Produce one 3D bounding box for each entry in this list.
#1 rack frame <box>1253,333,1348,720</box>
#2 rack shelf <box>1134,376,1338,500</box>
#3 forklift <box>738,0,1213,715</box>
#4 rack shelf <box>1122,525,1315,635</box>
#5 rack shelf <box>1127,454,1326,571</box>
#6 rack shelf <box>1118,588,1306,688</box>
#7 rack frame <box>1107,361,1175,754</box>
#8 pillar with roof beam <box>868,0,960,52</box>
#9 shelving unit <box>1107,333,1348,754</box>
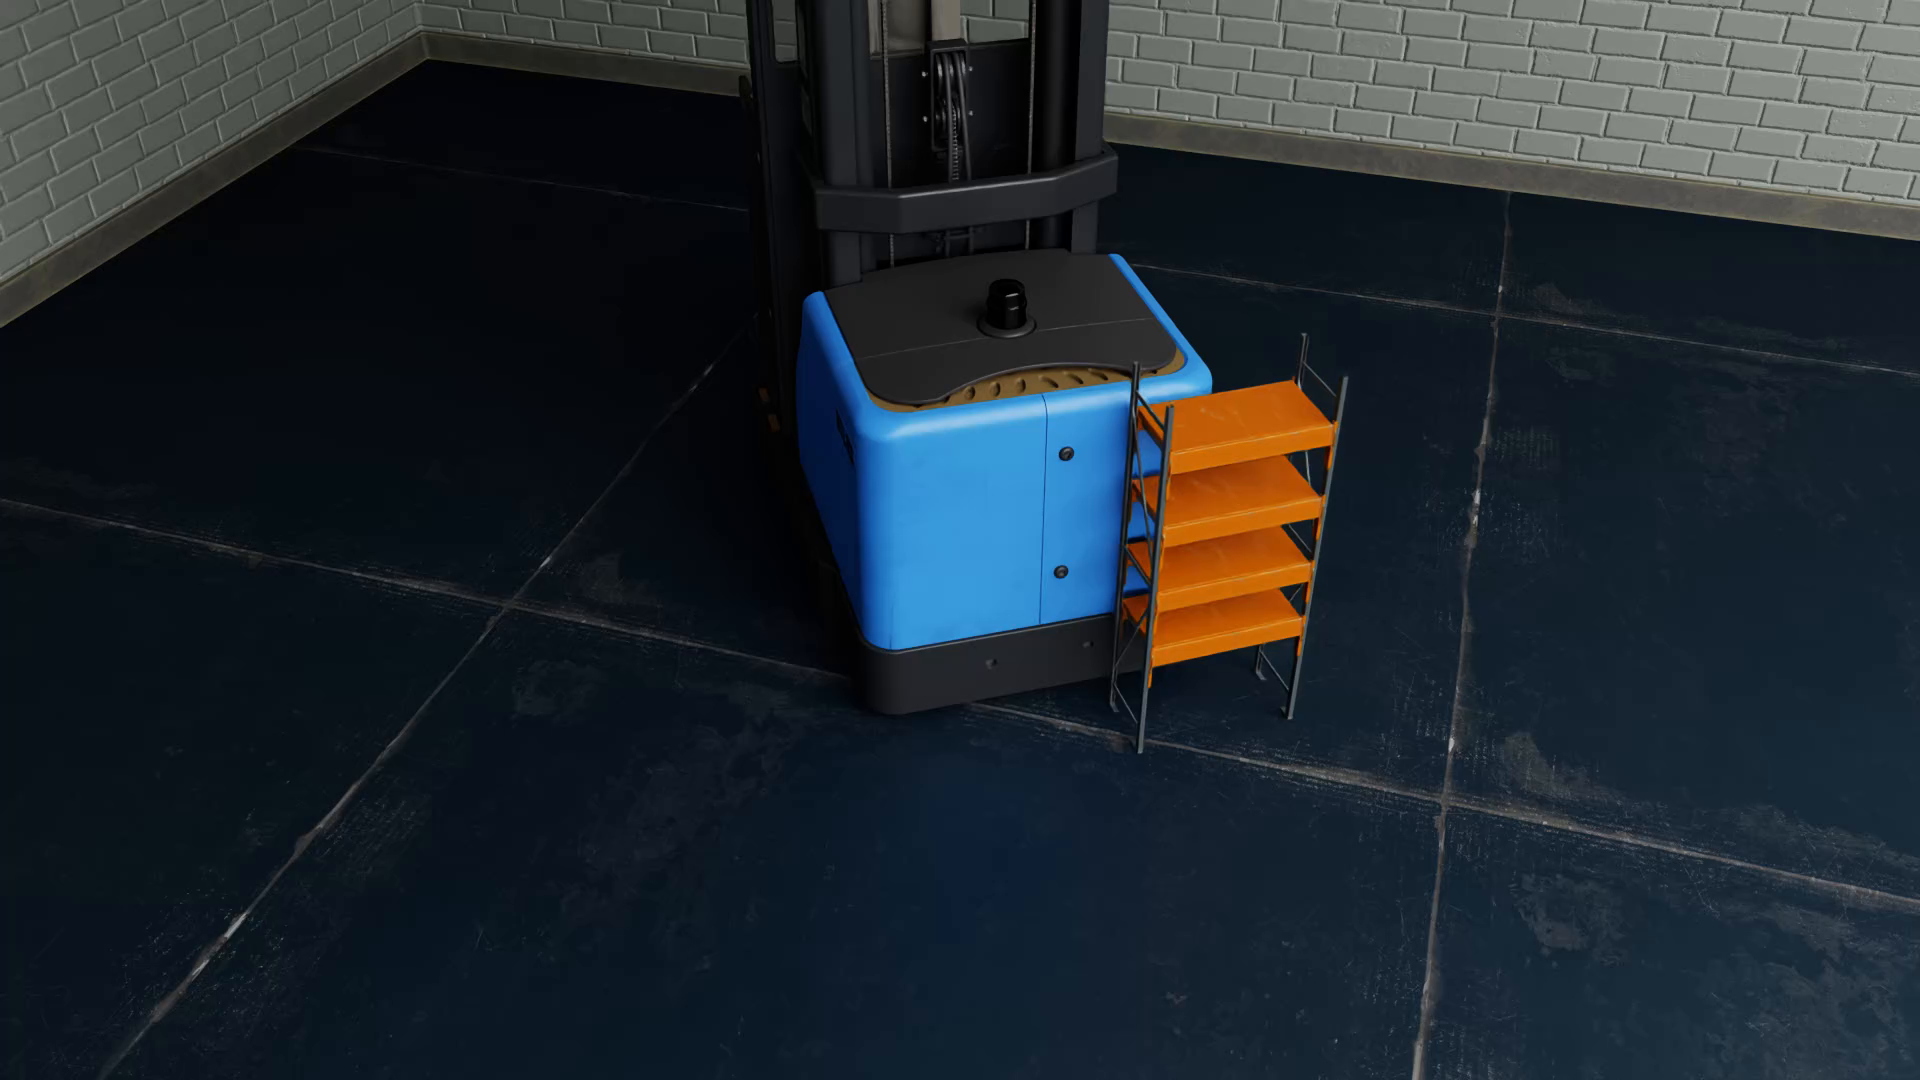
[{"bbox_3d":[0.959,-0.007,4.746,0.015,1.200,0.240,-11,38,-14],"label":"rack frame"},{"bbox_3d":[0.728,-0.278,4.451,0.480,0.148,0.258,-11,38,-14],"label":"rack shelf"},{"bbox_3d":[-0.166,-1.538,5.367,1.130,2.935,3.031,-9,37,-12],"label":"forklift"},{"bbox_3d":[0.727,0.091,4.726,0.480,0.148,0.258,-11,38,-14],"label":"rack shelf"},{"bbox_3d":[0.727,-0.089,4.593,0.480,0.148,0.258,-11,38,-14],"label":"rack shelf"},{"bbox_3d":[0.726,0.250,4.845,0.480,0.148,0.258,-11,38,-14],"label":"rack shelf"},{"bbox_3d":[0.495,0.081,4.626,0.015,1.200,0.240,-11,38,-14],"label":"rack frame"},{"bbox_3d":[-1.517,-3.339,2.695,0.400,9.000,9.100,10,38,14],"label":"pillar with roof beam"},{"bbox_3d":[0.727,0.037,4.686,0.503,1.200,0.258,-11,38,-14],"label":"shelving unit"}]
